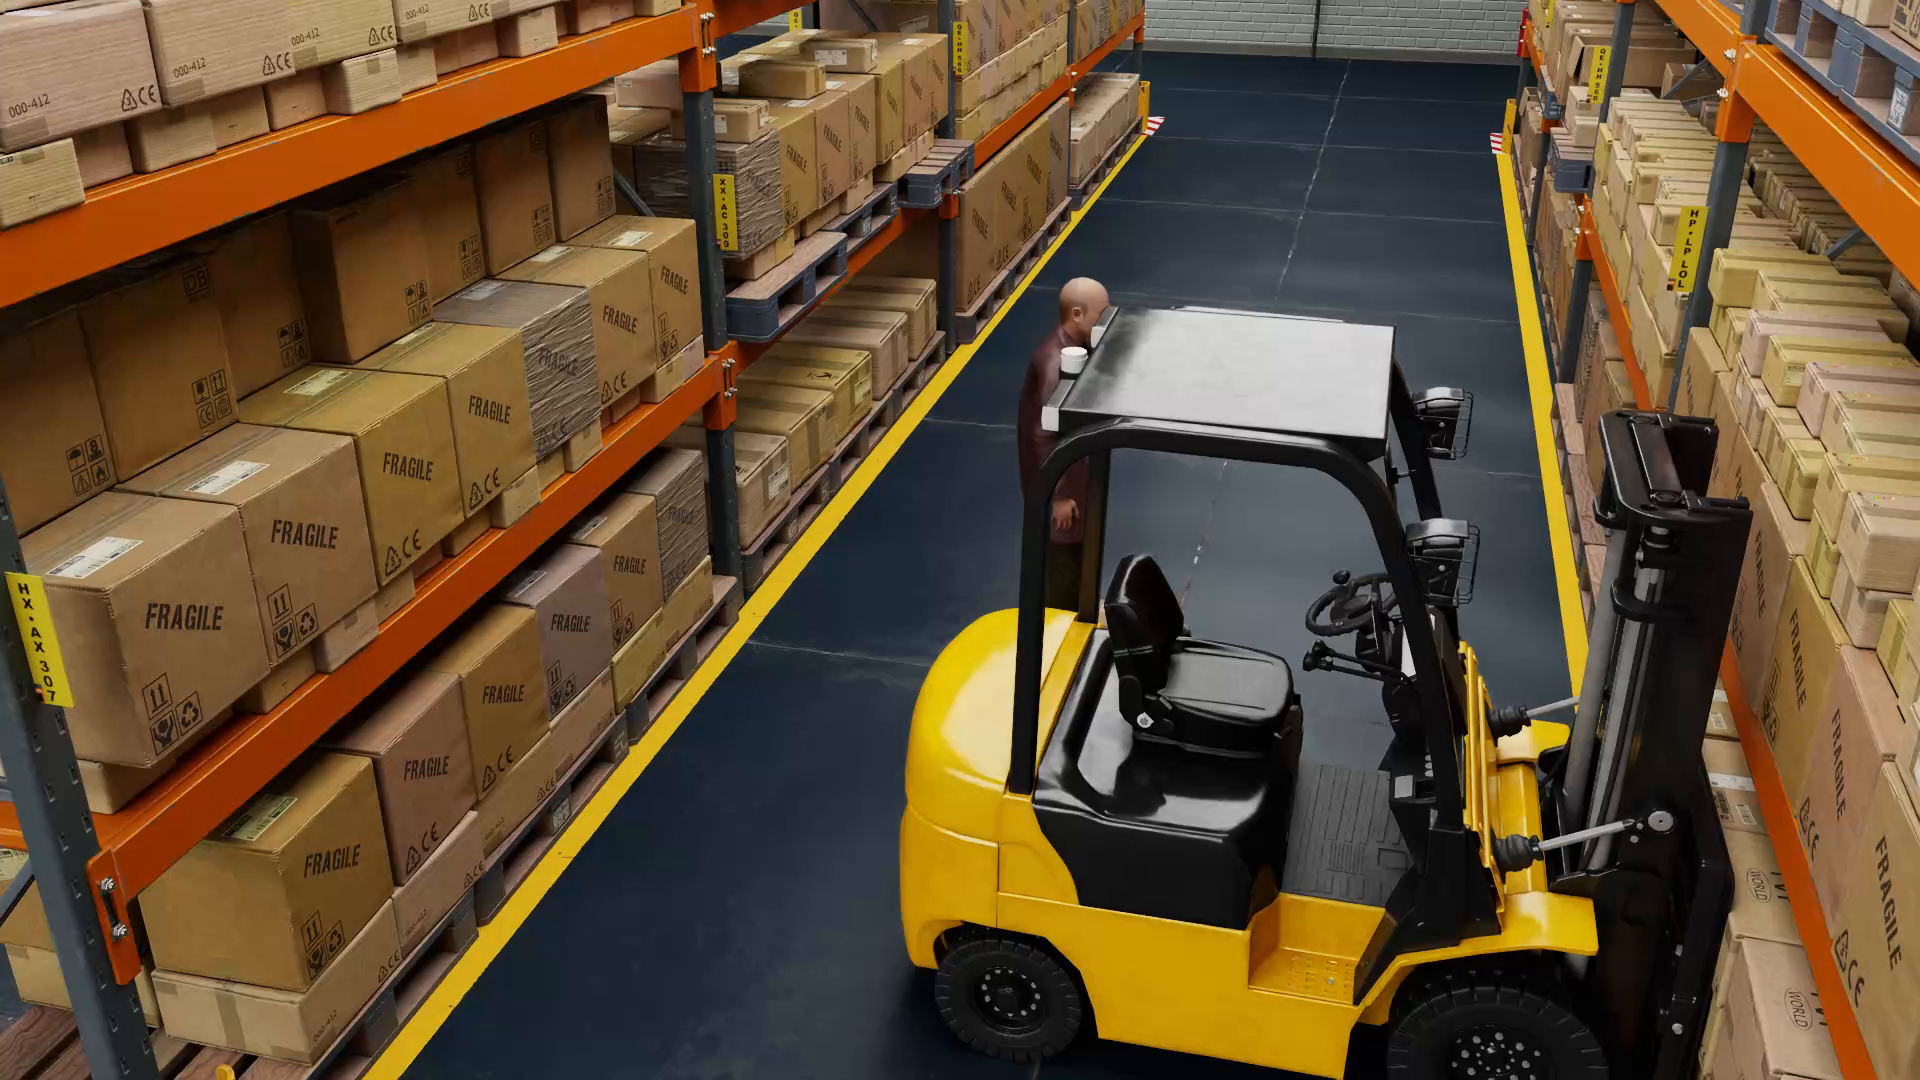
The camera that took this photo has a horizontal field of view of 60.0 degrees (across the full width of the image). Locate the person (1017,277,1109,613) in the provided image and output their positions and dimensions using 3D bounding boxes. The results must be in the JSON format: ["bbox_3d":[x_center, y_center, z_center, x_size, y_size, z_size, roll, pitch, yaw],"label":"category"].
[{"bbox_3d":[0.461,-0.268,7.201,0.426,1.774,0.644,6,26,13],"label":"person"}]
